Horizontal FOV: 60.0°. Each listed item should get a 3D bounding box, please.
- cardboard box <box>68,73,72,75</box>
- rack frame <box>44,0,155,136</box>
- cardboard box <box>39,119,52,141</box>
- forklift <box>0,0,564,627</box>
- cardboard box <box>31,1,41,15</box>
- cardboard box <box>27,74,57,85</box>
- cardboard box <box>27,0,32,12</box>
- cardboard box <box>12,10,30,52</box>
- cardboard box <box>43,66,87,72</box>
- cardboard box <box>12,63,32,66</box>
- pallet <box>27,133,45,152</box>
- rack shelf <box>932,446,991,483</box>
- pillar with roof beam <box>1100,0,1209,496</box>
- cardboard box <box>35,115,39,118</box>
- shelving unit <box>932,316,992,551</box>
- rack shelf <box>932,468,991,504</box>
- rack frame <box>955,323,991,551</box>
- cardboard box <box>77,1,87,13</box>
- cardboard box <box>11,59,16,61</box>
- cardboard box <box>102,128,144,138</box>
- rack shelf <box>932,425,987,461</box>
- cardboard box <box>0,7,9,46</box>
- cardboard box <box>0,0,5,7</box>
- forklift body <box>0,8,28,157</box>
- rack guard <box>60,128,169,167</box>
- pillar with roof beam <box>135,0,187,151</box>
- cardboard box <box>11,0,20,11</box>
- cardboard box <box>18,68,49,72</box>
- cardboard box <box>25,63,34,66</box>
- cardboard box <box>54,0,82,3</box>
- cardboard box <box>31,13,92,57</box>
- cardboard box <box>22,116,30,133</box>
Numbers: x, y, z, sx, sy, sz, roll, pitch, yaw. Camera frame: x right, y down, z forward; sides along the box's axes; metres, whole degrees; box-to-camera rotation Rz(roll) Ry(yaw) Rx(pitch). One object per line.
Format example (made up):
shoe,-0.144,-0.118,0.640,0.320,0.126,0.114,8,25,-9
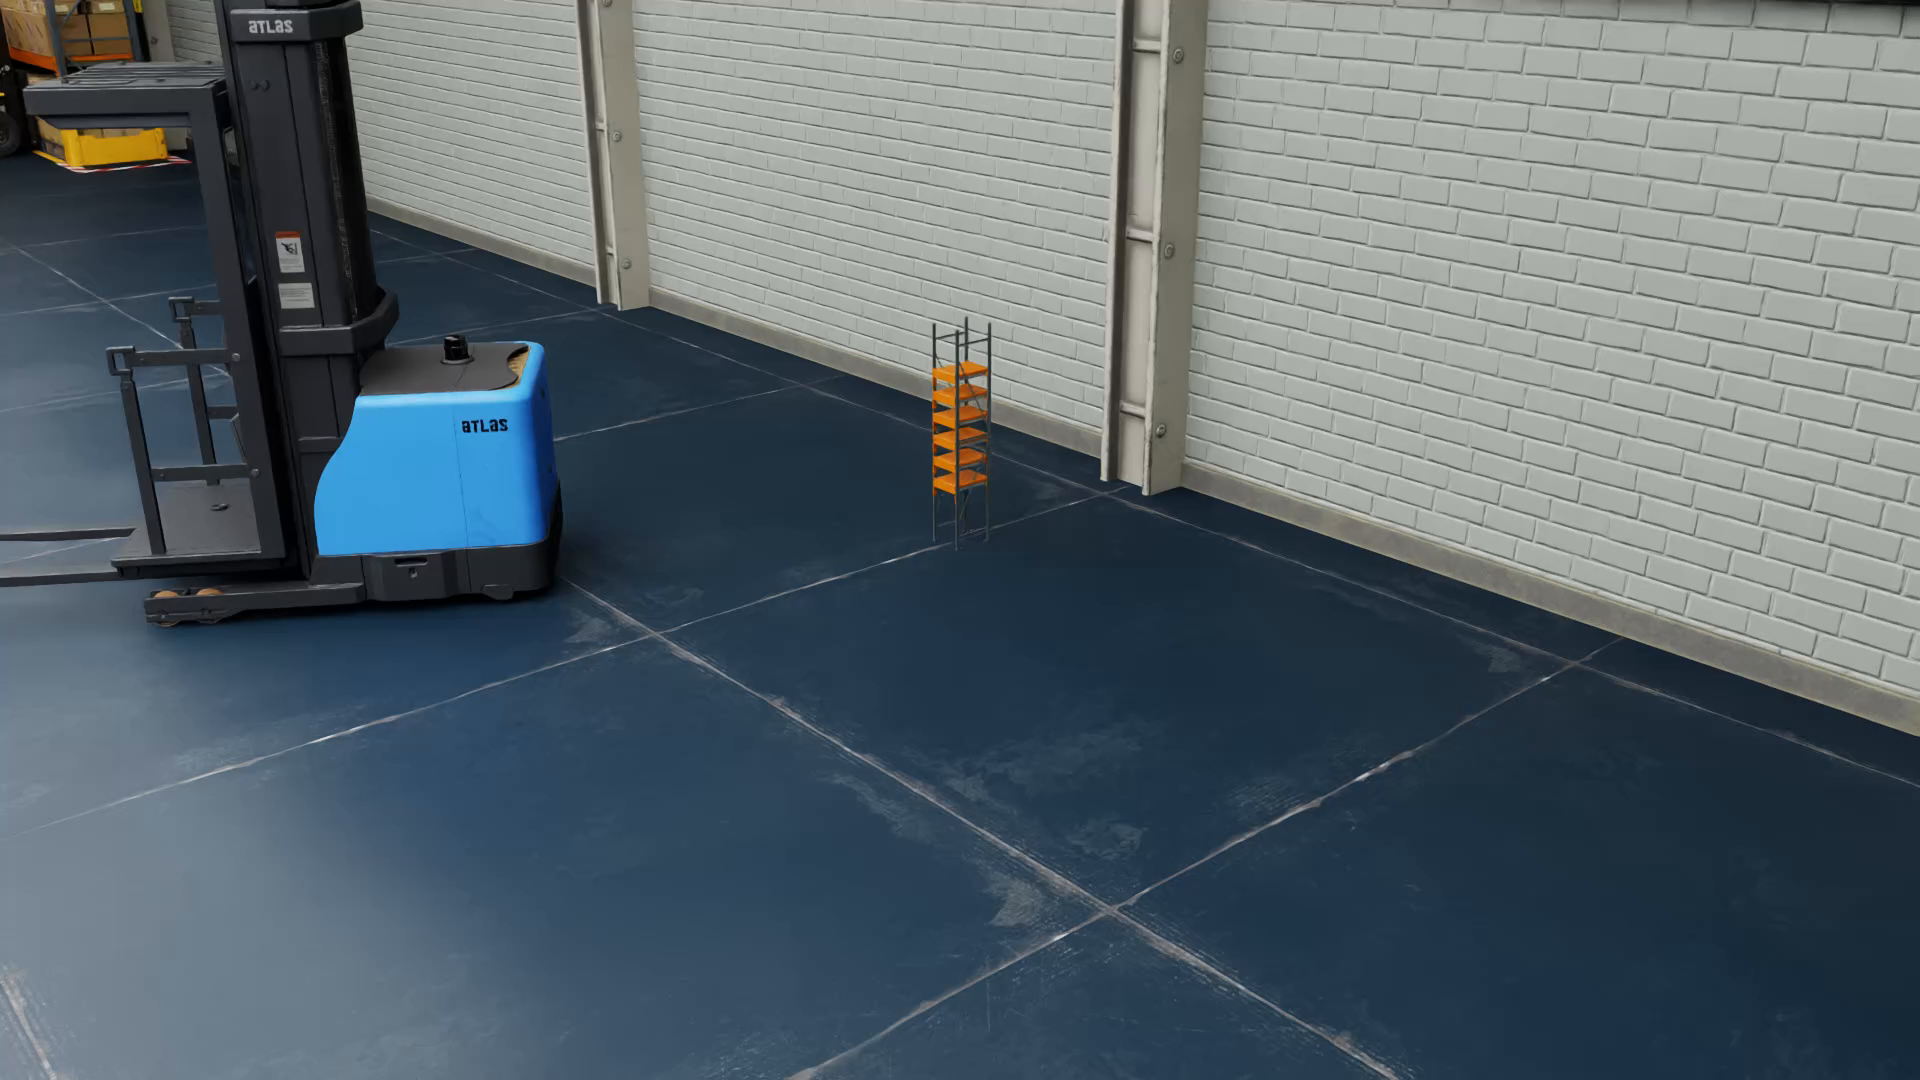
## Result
cardboard box,-11.718,-6.144,22.382,0.500,0.250,0.500,-18,27,-38
rack frame,-10.900,-6.308,20.976,1.000,3.000,0.127,-17,27,-37
cardboard box,-11.763,-5.417,21.897,0.500,0.250,0.500,-17,27,-37
forklift,-3.586,-1.159,7.923,3.031,2.935,1.130,-3,22,-8
cardboard box,-11.528,-6.749,21.076,0.380,0.149,0.250,-17,27,-37
cardboard box,-12.112,-6.018,22.060,0.500,0.250,0.500,-17,27,-37
cardboard box,-11.804,-6.906,21.478,0.380,0.149,0.250,-18,27,-38
cardboard box,-12.087,-6.715,21.878,0.500,0.500,0.500,-18,28,-38
cardboard box,-12.381,-6.424,23.097,0.500,0.250,0.500,-17,27,-37
cardboard box,-13.433,-6.585,23.508,0.500,0.250,0.500,-18,28,-38
pallet,-12.223,-5.548,22.859,1.003,0.211,1.213,-17,27,-37
rack shelf,0.009,-0.402,8.815,0.258,0.103,0.180,-17,27,-37
pillar with roof beam,-2.184,-3.510,5.607,9.100,9.000,0.400,-17,27,-37
cardboard box,-12.127,-5.795,22.175,0.500,0.250,0.500,-18,28,-39
shelving unit,0.009,-0.555,8.755,0.258,1.200,0.189,-17,27,-37
rack shelf,0.009,-0.290,8.859,0.258,0.103,0.180,-17,27,-37
rack frame,0.069,-0.529,8.690,0.240,1.200,0.006,-17,27,-37
cardboard box,-11.134,-6.865,21.372,0.380,0.149,0.250,-17,27,-37
cardboard box,-14.853,-7.068,25.596,0.875,0.625,0.625,-19,28,-40
cardboard box,-11.072,-5.405,21.866,0.500,0.250,0.500,-17,27,-37
rack shelf,0.009,-0.513,8.771,0.258,0.103,0.180,-17,27,-37
cardboard box,-12.735,-6.995,22.594,0.500,0.500,0.500,-18,28,-38
cardboard box,-12.688,-7.250,22.356,0.380,0.149,0.250,-19,28,-39
forklift body,-13.520,-6.002,21.359,2.313,2.155,1.214,-17,27,-37
rack guard,-10.884,-5.137,21.415,1.175,0.500,0.348,-17,27,-37
pillar with roof beam,-13.933,-8.483,18.304,9.100,9.000,0.400,-17,27,-37
cardboard box,-12.194,-7.034,21.804,0.380,0.149,0.250,-17,27,-37
cardboard box,-12.773,-6.307,22.797,0.500,0.250,0.500,-16,27,-36
cardboard box,-13.043,-6.704,23.810,0.500,0.250,0.500,-17,27,-36
cardboard box,-11.293,-6.844,20.910,0.380,0.149,0.250,-17,27,-37
cardboard box,-11.420,-6.428,21.145,0.500,0.500,0.500,-18,28,-39
cardboard box,-12.439,-5.696,22.608,0.500,0.250,0.500,-16,27,-36
